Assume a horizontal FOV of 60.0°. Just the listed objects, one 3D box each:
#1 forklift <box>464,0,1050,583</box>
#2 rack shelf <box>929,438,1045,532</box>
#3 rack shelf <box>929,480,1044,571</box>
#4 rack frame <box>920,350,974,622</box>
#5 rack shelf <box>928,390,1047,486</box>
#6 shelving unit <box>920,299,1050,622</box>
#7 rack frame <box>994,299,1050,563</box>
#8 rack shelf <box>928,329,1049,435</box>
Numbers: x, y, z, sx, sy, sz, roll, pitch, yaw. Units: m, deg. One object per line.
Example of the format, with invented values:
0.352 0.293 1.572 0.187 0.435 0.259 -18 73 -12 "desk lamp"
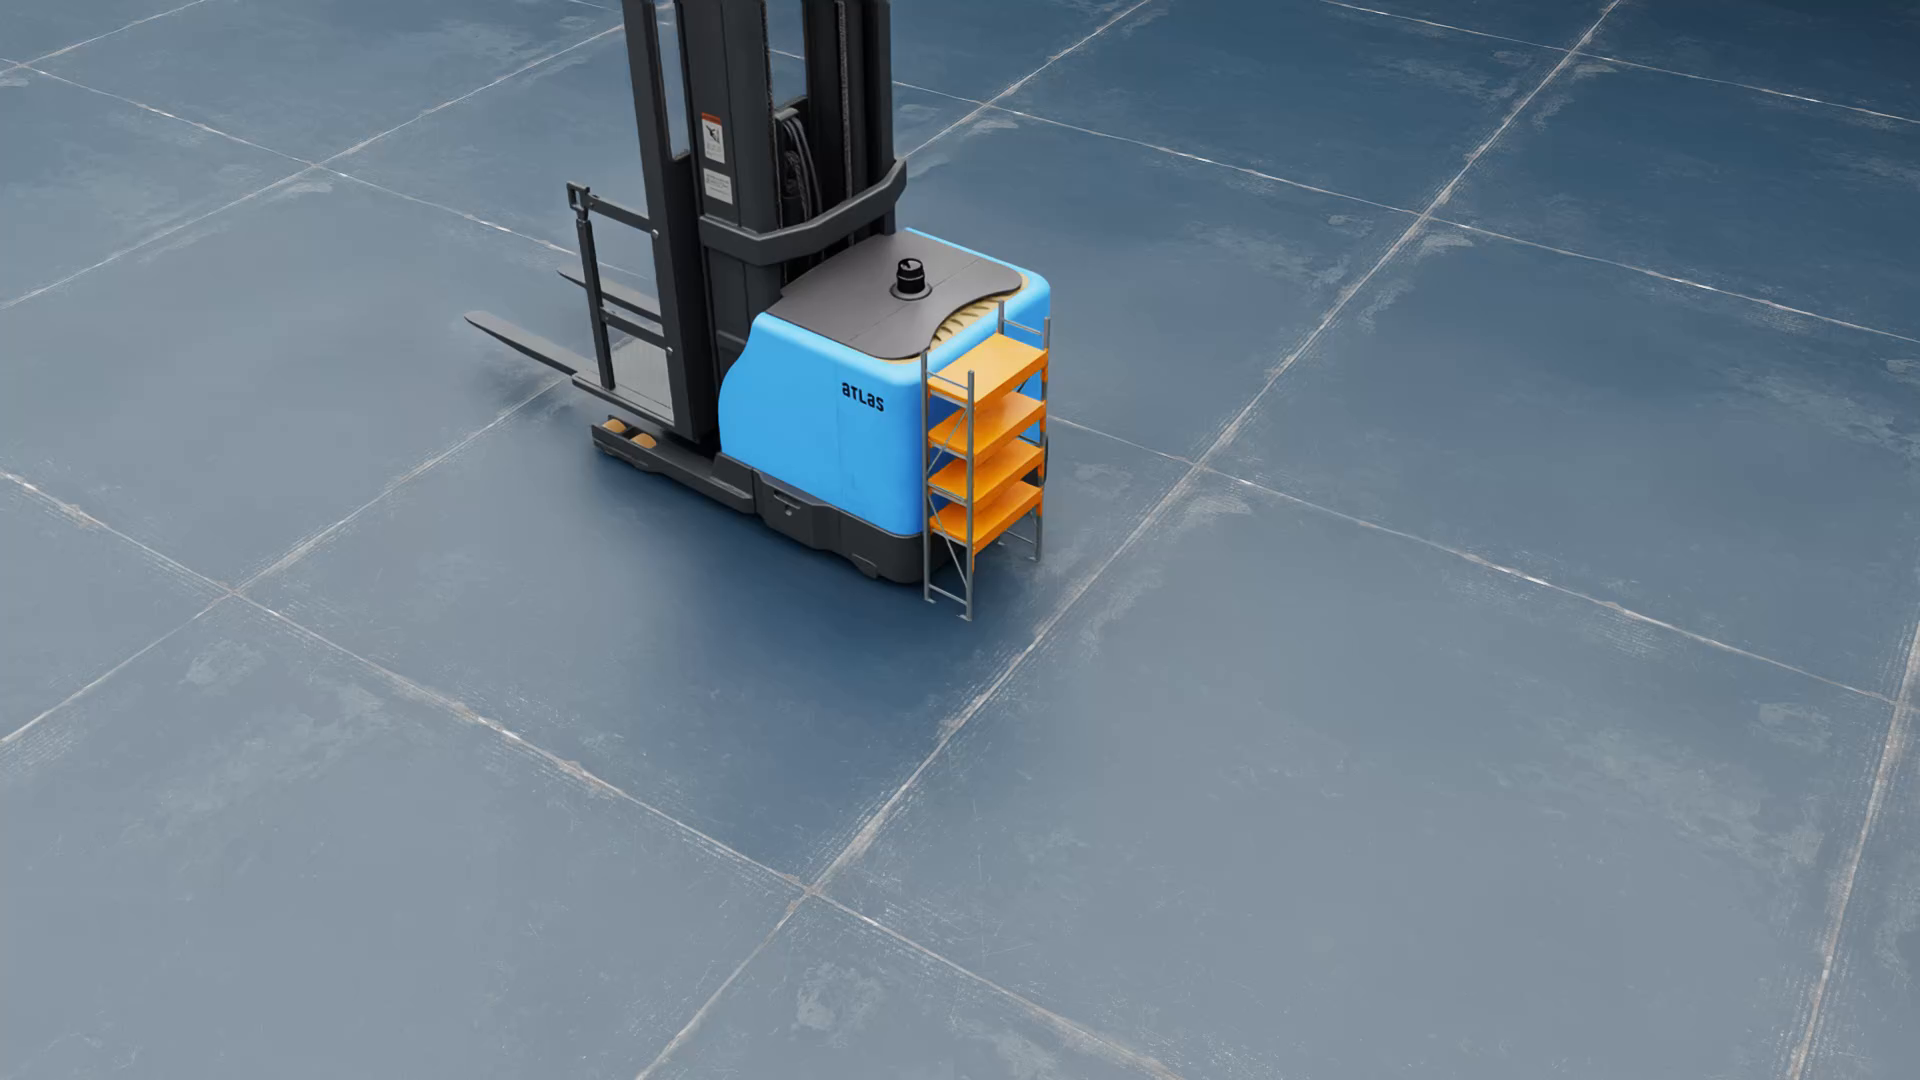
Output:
-1.087 -1.713 7.072 3.031 2.935 1.130 25 44 29 "forklift"
0.100 -0.251 6.702 0.258 0.148 0.480 25 44 29 "rack shelf"
0.100 -0.093 6.824 0.258 0.148 0.480 25 44 29 "rack shelf"
-0.048 -0.185 6.508 0.240 1.200 0.015 25 44 29 "rack frame"
0.100 -0.428 6.566 0.258 0.148 0.480 25 44 29 "rack shelf"
0.100 -0.304 6.661 0.258 1.200 0.503 25 44 29 "shelving unit"
0.248 -0.422 6.815 0.240 1.200 0.015 25 44 29 "rack frame"
0.100 -0.615 6.421 0.258 0.148 0.480 25 44 29 "rack shelf"
